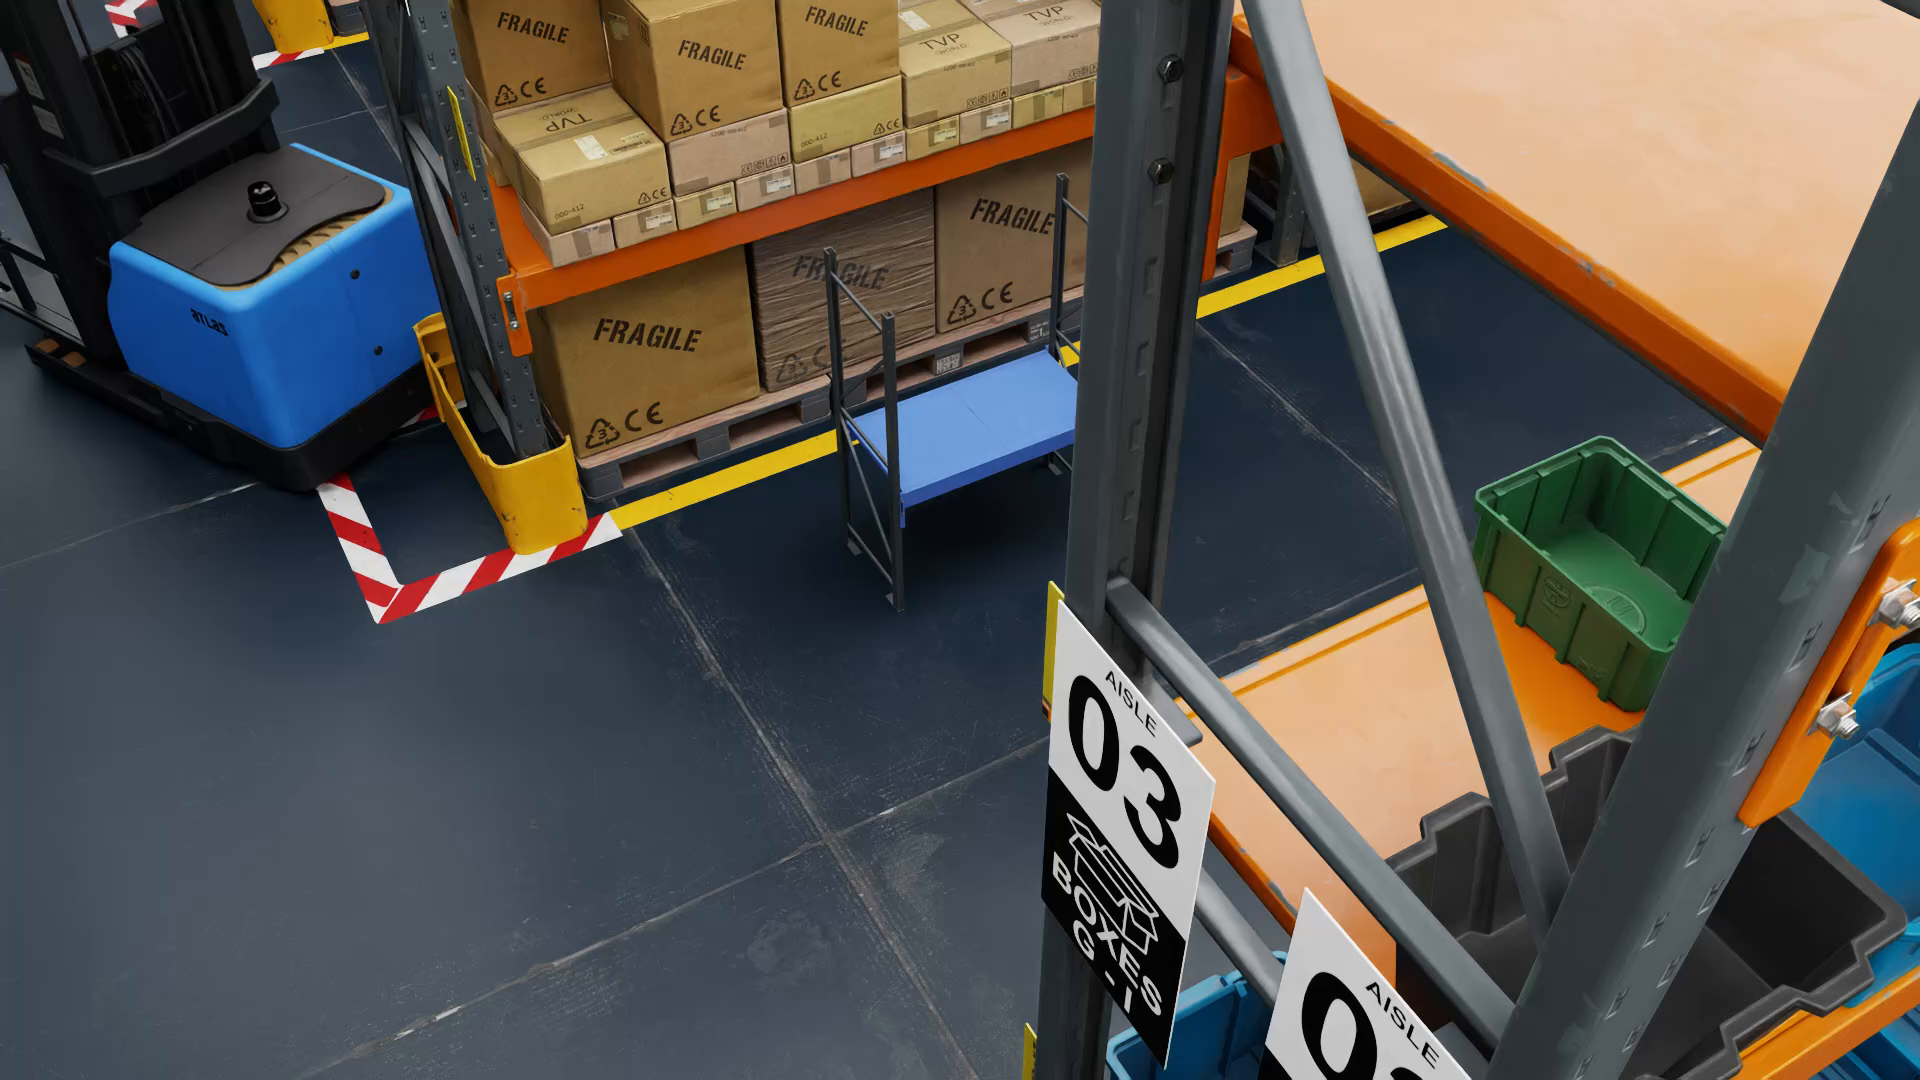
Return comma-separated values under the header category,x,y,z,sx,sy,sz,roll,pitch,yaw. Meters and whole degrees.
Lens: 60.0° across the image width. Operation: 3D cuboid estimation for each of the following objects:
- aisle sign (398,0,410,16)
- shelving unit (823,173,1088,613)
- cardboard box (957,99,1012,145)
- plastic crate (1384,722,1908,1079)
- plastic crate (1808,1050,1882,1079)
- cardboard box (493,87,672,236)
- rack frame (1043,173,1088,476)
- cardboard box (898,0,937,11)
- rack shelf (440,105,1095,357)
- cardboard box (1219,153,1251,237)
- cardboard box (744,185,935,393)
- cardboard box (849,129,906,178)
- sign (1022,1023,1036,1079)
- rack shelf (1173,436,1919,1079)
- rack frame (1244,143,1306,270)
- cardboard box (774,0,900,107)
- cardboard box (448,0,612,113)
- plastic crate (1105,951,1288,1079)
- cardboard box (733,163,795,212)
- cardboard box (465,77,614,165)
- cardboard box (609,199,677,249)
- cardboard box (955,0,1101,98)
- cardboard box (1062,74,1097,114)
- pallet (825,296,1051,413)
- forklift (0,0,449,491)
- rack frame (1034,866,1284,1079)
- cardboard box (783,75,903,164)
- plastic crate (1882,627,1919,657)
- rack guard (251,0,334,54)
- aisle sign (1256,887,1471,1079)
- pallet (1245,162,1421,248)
category,x,y,z,sx,sy,sz,roll,pitch,yaw
aisle sign,-1.924,-2.141,5.365,0.004,0.787,0.394,-22,48,-21
shelving unit,0.074,-0.568,6.688,1.048,1.500,0.538,-22,48,-21
cardboard box,0.020,-1.875,7.138,0.250,0.149,0.380,-21,48,-20
plastic crate,0.929,0.581,2.366,0.590,0.269,0.497,-22,48,-21
plastic crate,1.976,1.271,3.793,0.300,0.233,0.416,-22,48,-21
cardboard box,-1.461,-1.471,6.436,0.500,0.250,0.500,-23,49,-22
rack frame,0.515,-0.744,6.869,0.032,1.500,0.500,-22,48,-21
cardboard box,-0.393,-2.332,7.322,0.500,0.250,0.500,-22,48,-21
rack shelf,-0.277,-1.850,7.449,4.000,0.370,1.077,-22,48,-21
cardboard box,0.845,-2.010,8.321,0.875,0.875,0.875,-22,48,-21
cardboard box,-0.707,-1.389,7.681,0.875,0.875,0.875,-22,48,-21
cardboard box,-0.426,-1.696,6.954,0.250,0.149,0.380,-22,48,-21
sign,0.168,1.191,3.681,0.005,0.325,0.100,-22,48,-21
rack shelf,2.190,0.064,3.322,4.000,0.370,1.077,-22,48,-21
rack frame,1.457,-2.802,7.913,0.127,3.000,1.000,-22,48,-21
cardboard box,-0.581,-2.097,6.542,0.500,0.500,0.500,-23,49,-22
cardboard box,-1.720,-2.064,6.508,0.500,0.500,0.500,-21,48,-20
plastic crate,0.653,1.313,3.604,0.499,0.435,0.616,-22,48,-21
cardboard box,-0.870,-1.519,6.771,0.250,0.149,0.380,-23,48,-22
cardboard box,-1.723,-1.796,6.770,0.500,0.250,0.500,-23,48,-22
cardboard box,-1.318,-1.338,6.585,0.250,0.149,0.380,-22,48,-22
cardboard box,0.315,-2.185,7.172,0.500,0.250,0.500,-21,48,-20
cardboard box,0.464,-2.051,7.320,0.250,0.149,0.380,-21,48,-20
pallet,-0.301,-1.159,8.222,1.213,0.211,1.003,-22,48,-21
forklift,-3.857,-2.065,7.202,3.031,2.935,1.130,24,49,23
rack frame,0.456,1.576,3.401,0.127,3.000,1.000,-22,48,-21
cardboard box,-0.576,-1.828,6.803,0.500,0.250,0.500,-23,49,-22
plastic crate,1.918,0.158,2.754,0.767,0.338,0.504,-22,48,-21
rack guard,-4.329,-3.574,10.503,0.348,0.500,1.175,-22,48,-21
aisle sign,0.542,0.848,2.285,0.004,0.787,0.394,-22,48,-21
pallet,2.088,-2.115,9.207,1.213,0.211,1.003,-22,48,-21
